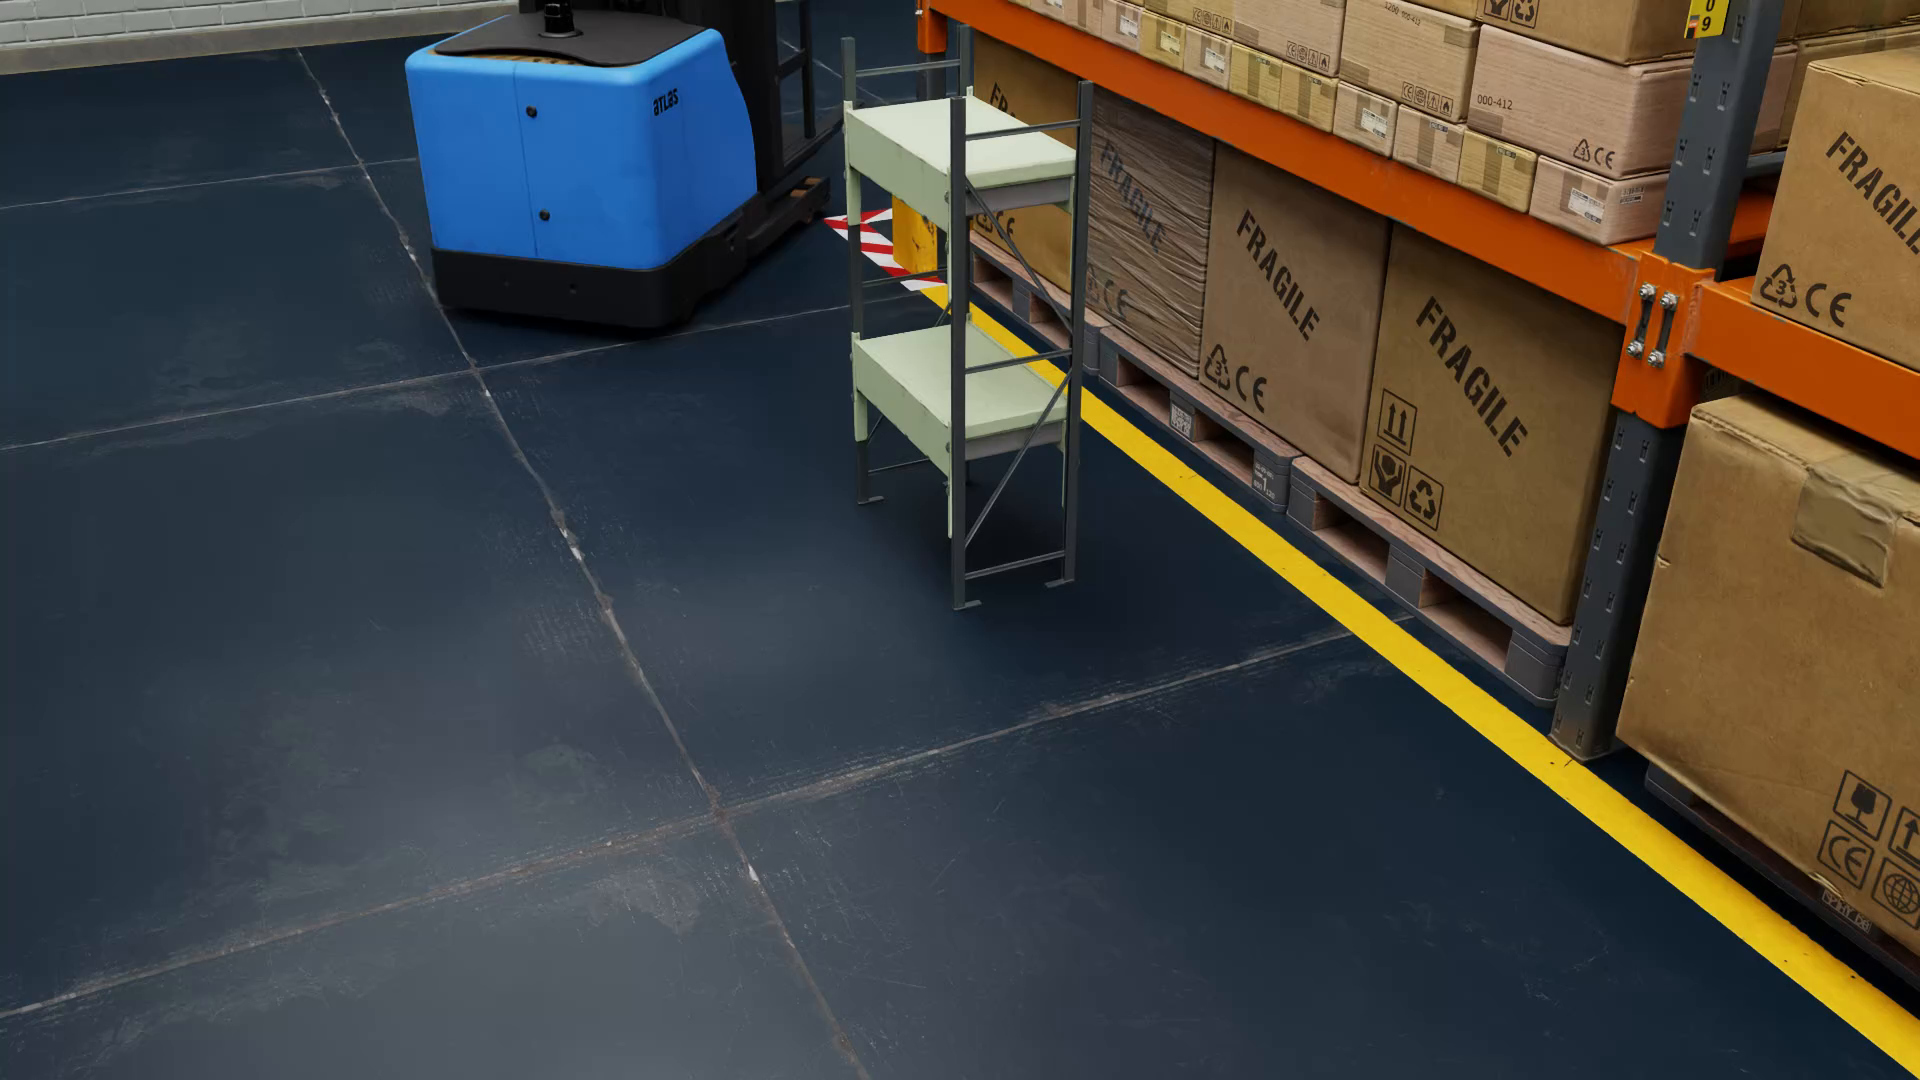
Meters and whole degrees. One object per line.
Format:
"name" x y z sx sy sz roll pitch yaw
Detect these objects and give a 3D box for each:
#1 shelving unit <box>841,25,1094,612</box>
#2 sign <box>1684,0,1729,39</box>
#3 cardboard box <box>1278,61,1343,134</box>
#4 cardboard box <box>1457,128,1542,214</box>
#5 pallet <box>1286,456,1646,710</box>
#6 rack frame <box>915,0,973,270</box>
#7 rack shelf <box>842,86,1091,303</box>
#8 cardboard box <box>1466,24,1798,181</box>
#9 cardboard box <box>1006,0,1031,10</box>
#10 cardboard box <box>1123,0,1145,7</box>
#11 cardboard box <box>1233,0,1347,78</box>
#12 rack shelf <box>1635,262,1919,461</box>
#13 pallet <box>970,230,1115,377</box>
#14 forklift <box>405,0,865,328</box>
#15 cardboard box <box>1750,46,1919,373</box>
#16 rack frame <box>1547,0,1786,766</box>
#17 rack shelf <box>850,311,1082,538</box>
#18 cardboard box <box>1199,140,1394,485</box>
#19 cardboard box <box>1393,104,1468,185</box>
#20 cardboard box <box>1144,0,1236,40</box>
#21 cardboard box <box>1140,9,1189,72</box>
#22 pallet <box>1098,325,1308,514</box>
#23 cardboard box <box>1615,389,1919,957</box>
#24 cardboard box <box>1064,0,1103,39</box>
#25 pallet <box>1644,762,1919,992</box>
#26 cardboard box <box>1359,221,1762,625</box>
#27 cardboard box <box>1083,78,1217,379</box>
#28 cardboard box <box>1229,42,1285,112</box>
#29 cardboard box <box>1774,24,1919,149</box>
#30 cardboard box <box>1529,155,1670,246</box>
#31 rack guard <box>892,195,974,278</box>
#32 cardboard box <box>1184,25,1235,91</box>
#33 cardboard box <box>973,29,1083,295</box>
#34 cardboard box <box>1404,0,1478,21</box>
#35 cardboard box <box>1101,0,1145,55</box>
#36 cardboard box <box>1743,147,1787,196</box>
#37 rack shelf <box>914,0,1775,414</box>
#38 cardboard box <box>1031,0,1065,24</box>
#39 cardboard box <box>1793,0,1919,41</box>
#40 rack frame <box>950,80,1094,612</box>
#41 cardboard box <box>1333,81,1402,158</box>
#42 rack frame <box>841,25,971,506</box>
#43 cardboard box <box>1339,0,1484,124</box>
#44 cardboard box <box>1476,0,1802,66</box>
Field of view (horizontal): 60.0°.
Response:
"shelving unit" 0.003 -0.651 4.878 0.431 1.500 0.755 -13 32 -22
"sign" 1.504 -1.162 3.289 0.100 0.325 0.005 -13 32 -22
"cardboard box" 1.136 -1.277 4.718 0.380 0.149 0.250 -12 32 -21
"cardboard box" 1.467 -0.937 4.111 0.380 0.149 0.250 -12 32 -21
"pallet" 1.749 -0.003 5.039 1.003 0.211 1.213 -13 32 -22
"rack frame" 0.288 -2.634 6.880 1.000 3.000 0.127 -13 32 -22
"rack shelf" 0.003 -0.992 4.687 0.431 0.370 0.720 -13 32 -22
"cardboard box" 1.578 -1.071 3.942 0.500 0.250 0.500 -14 32 -23
"cardboard box" 0.364 -2.072 6.135 0.380 0.149 0.250 -14 32 -23
"cardboard box" 0.692 -1.978 5.560 0.500 0.250 0.500 -14 32 -24
"cardboard box" 1.135 -1.524 4.751 0.500 0.250 0.500 -12 32 -21
"rack shelf" 2.864 0.331 2.329 1.077 0.370 4.000 -13 32 -22
"pallet" 0.702 -1.080 6.961 1.003 0.211 1.213 -13 32 -22
"forklift" -1.262 -2.826 7.293 1.130 2.935 3.031 8 30 14
"cardboard box" 1.977 -0.655 3.248 0.500 0.500 0.500 -13 32 -22
"rack frame" 2.005 -0.867 3.729 1.000 3.000 0.127 -13 32 -22
"rack shelf" 0.003 -0.367 5.037 0.431 0.370 0.720 -13 32 -22
"cardboard box" 1.408 -0.829 5.404 0.875 0.875 0.875 -13 32 -22
"cardboard box" 1.358 -1.050 4.313 0.380 0.149 0.250 -14 32 -23
"cardboard box" 0.920 -1.749 5.151 0.500 0.250 0.500 -14 32 -23
"cardboard box" 0.804 -1.619 5.327 0.380 0.149 0.250 -14 32 -23
"pallet" 1.222 -0.542 6.001 1.003 0.211 1.213 -13 32 -22
"cardboard box" 2.298 0.155 3.649 1.225 0.875 0.875 -13 32 -22
"cardboard box" 0.585 -1.844 5.729 0.380 0.149 0.250 -14 32 -23
"pallet" 2.404 0.675 3.831 1.003 0.211 1.213 -13 32 -22
"cardboard box" 1.794 -0.431 4.695 0.875 0.875 0.875 -13 32 -22
"cardboard box" 1.026 -1.222 6.106 0.875 0.875 0.875 -13 32 -22
"cardboard box" 1.026 -1.391 4.920 0.380 0.149 0.250 -14 32 -23
"cardboard box" 2.040 -1.193 4.161 0.500 0.250 0.500 -14 32 -23
"cardboard box" 1.578 -0.823 3.908 0.380 0.149 0.250 -13 32 -22
"rack guard" 0.278 -1.554 7.510 1.175 0.500 0.348 -13 32 -22
"cardboard box" 0.918 -1.503 5.121 0.380 0.149 0.250 -13 32 -21
"cardboard box" 0.635 -1.624 6.822 0.875 0.875 0.875 -13 32 -22
"cardboard box" 1.355 -1.627 4.167 0.500 0.500 0.500 -13 32 -21
"cardboard box" 0.696 -1.730 5.526 0.380 0.149 0.250 -13 32 -23
"cardboard box" 2.178 -0.958 4.148 0.380 0.149 0.250 -13 32 -22
"rack shelf" 1.146 -1.436 5.480 1.077 0.370 4.000 -13 32 -22
"cardboard box" 0.477 -1.957 5.930 0.380 0.149 0.250 -14 32 -23
"cardboard box" 2.030 -1.523 3.982 0.500 0.500 0.500 -13 32 -22
"rack frame" 0.160 -0.490 4.590 0.400 1.500 0.023 -13 32 -22
"cardboard box" 1.247 -1.164 4.515 0.380 0.149 0.250 -12 32 -21
"rack frame" -0.154 -0.813 5.166 0.400 1.500 0.023 -13 32 -22
"cardboard box" 1.354 -1.299 4.349 0.500 0.250 0.500 -12 31 -20
"cardboard box" 1.566 -1.405 3.771 0.500 0.500 0.500 -12 31 -21
